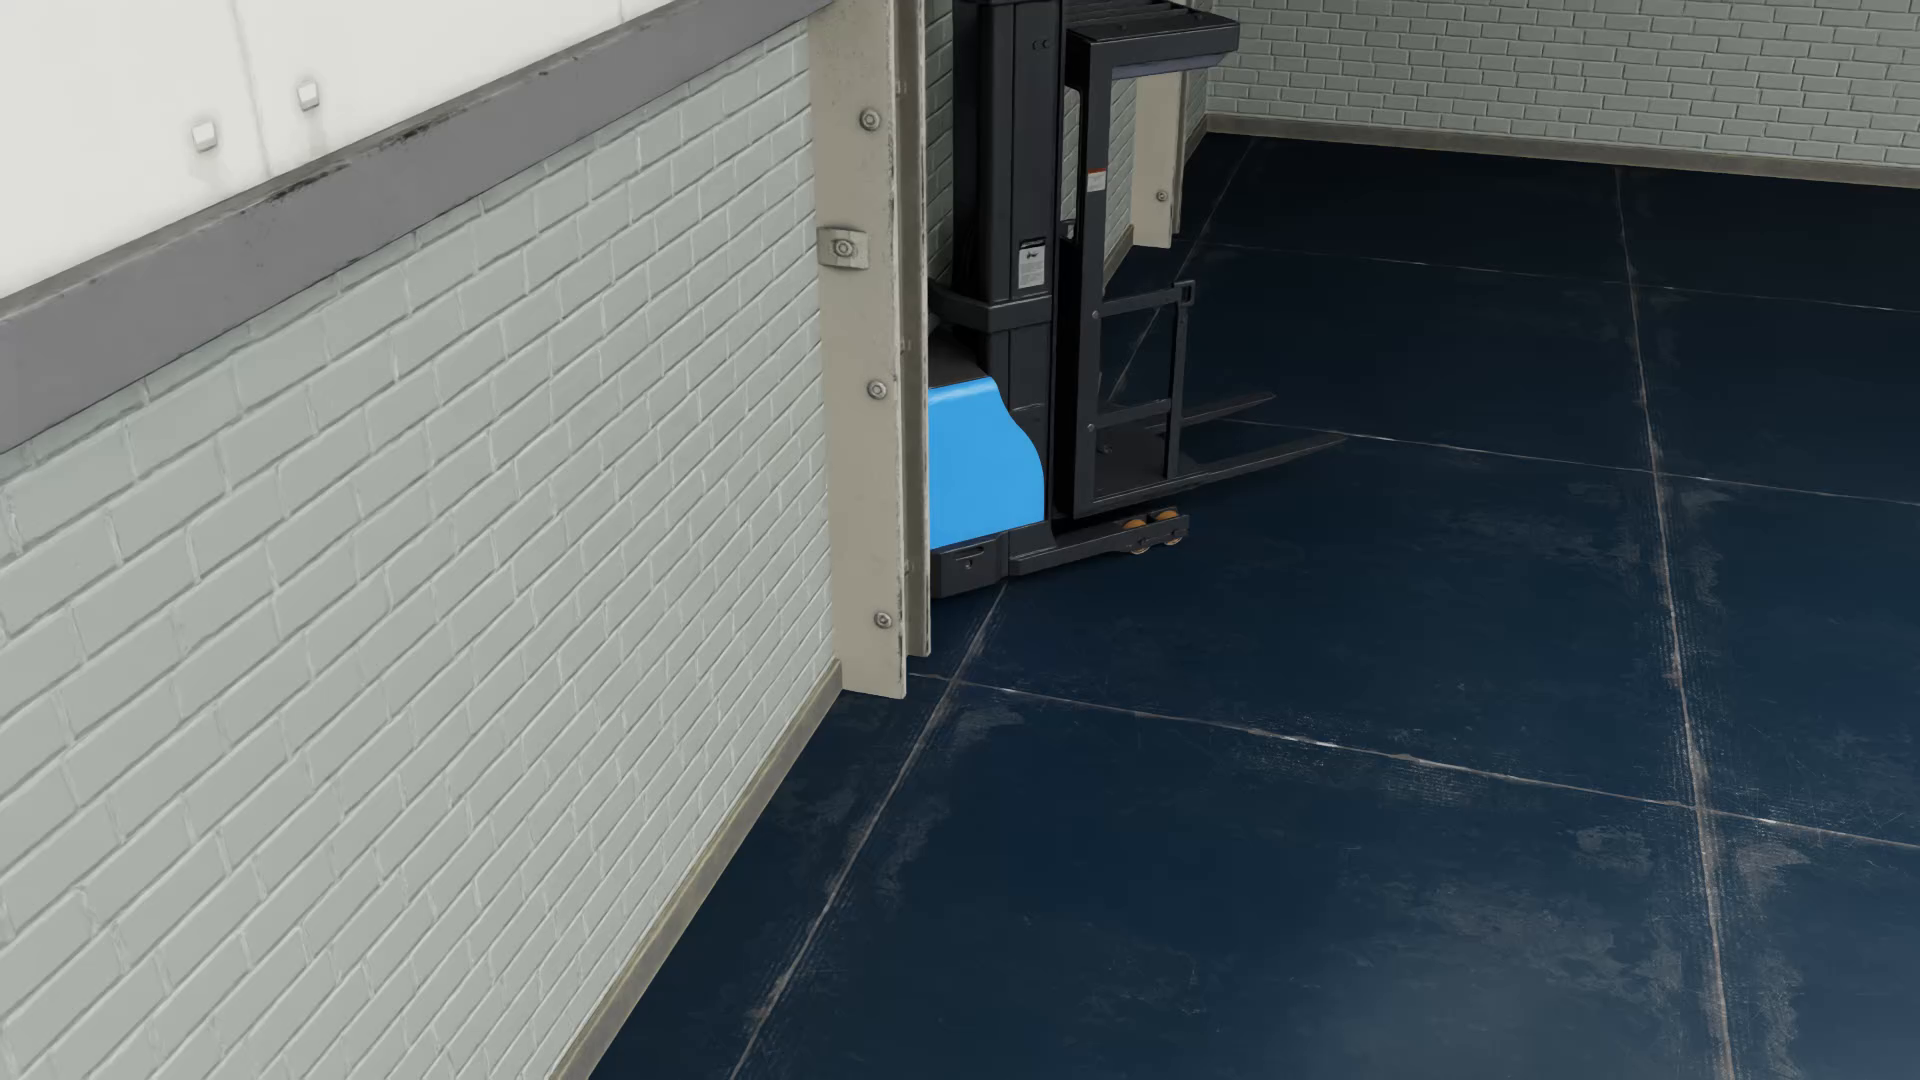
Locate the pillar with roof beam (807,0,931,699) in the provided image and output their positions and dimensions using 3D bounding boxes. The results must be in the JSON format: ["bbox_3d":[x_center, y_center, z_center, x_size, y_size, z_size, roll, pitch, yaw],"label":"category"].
[{"bbox_3d":[3.783,-2.758,3.950,9.100,9.000,0.400,8,30,15],"label":"pillar with roof beam"}]

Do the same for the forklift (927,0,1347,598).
[{"bbox_3d":[0.551,-1.423,7.794,3.031,2.935,1.130,-15,32,-24],"label":"forklift"}]

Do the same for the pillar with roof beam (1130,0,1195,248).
[{"bbox_3d":[5.544,-5.546,8.963,9.100,9.000,0.400,8,30,15],"label":"pillar with roof beam"}]
